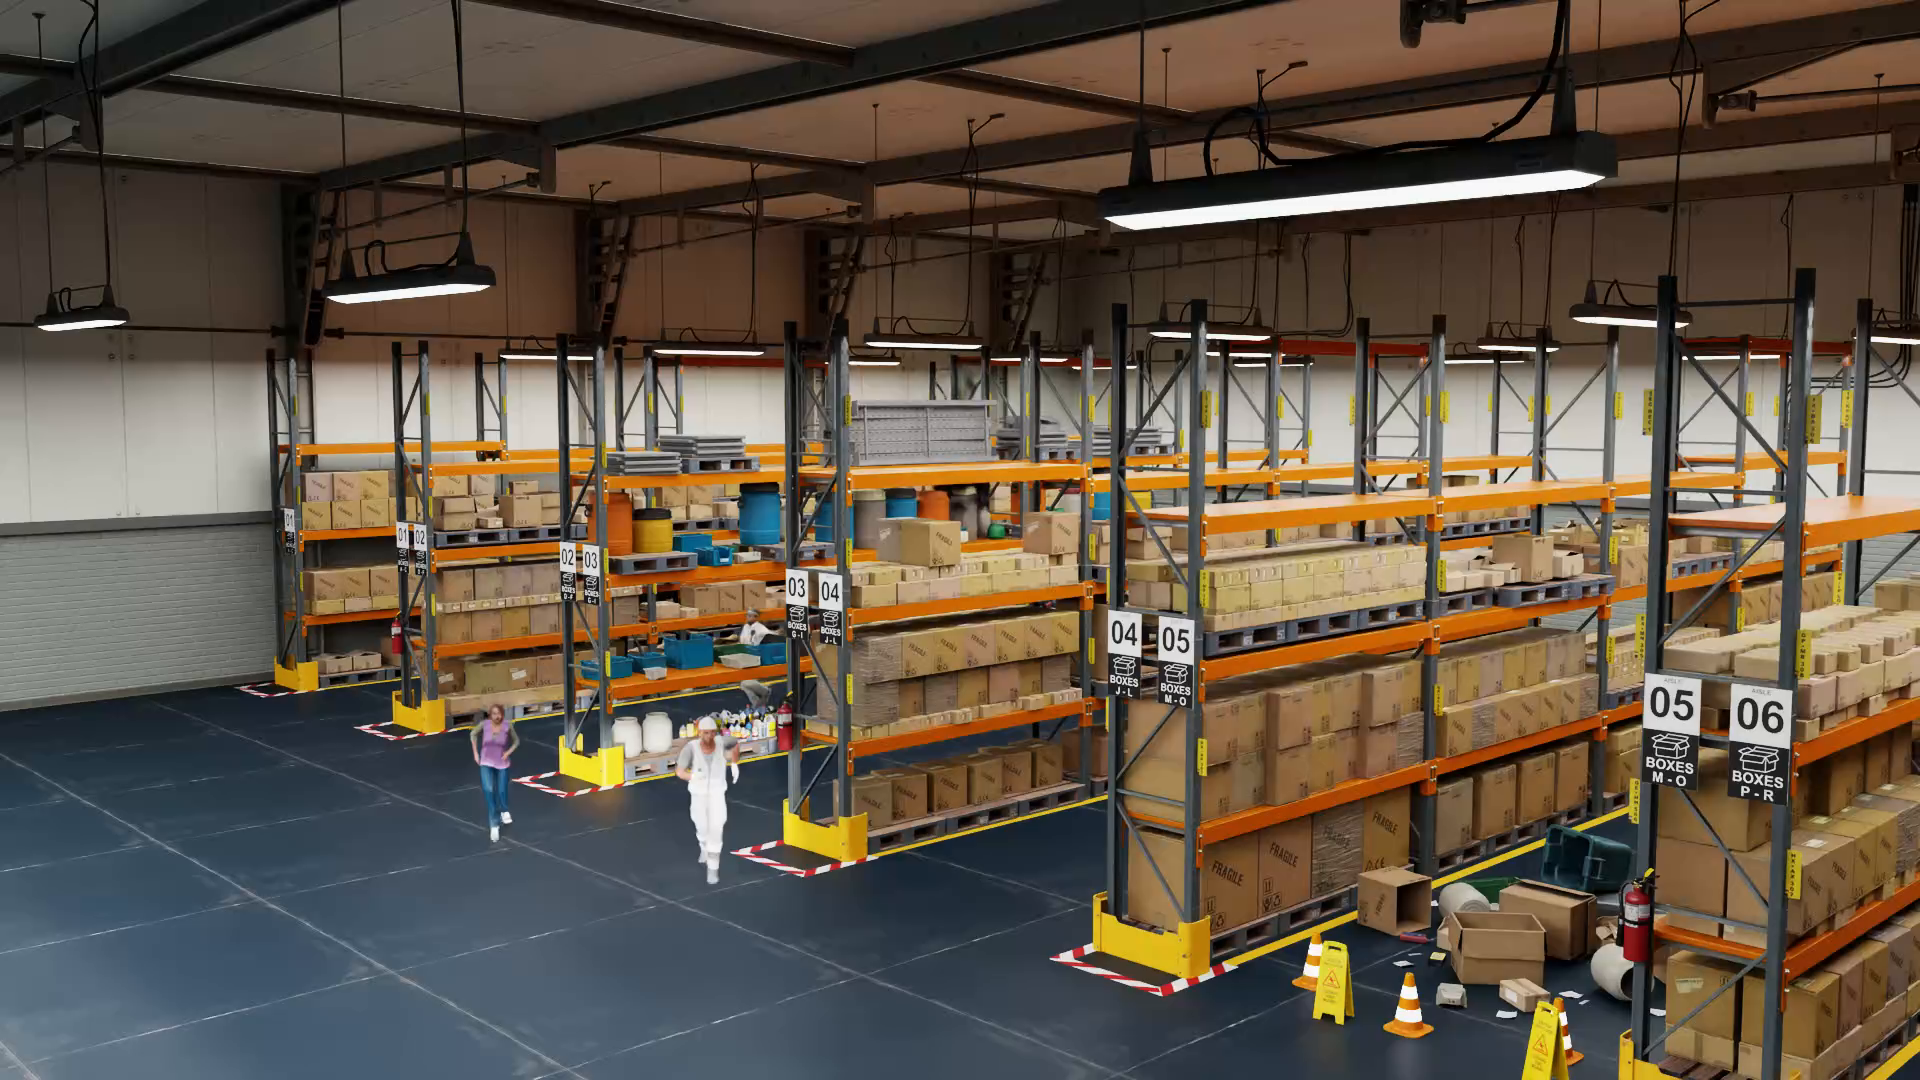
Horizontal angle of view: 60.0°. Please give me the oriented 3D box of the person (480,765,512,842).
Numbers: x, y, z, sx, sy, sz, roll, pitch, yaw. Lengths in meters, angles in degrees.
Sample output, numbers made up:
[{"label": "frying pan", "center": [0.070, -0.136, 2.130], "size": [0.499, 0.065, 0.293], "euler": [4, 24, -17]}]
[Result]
[{"label": "person", "center": [-5.486, 2.996, 19.677], "size": [0.349, 0.954, 0.841], "euler": [-1, 5, -16]}]

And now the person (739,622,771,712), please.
[{"label": "person", "center": [-3.381, 2.080, 27.237], "size": [0.430, 1.472, 0.450], "euler": [5, 7, 44]}]

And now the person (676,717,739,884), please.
[{"label": "person", "center": [-2.723, 2.764, 17.963], "size": [0.685, 1.825, 0.852], "euler": [-1, 5, -12]}]

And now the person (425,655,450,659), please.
[{"label": "person", "center": [-8.739, 1.985, 27.906], "size": [0.518, 1.315, 0.618], "euler": [4, 7, 40]}]
